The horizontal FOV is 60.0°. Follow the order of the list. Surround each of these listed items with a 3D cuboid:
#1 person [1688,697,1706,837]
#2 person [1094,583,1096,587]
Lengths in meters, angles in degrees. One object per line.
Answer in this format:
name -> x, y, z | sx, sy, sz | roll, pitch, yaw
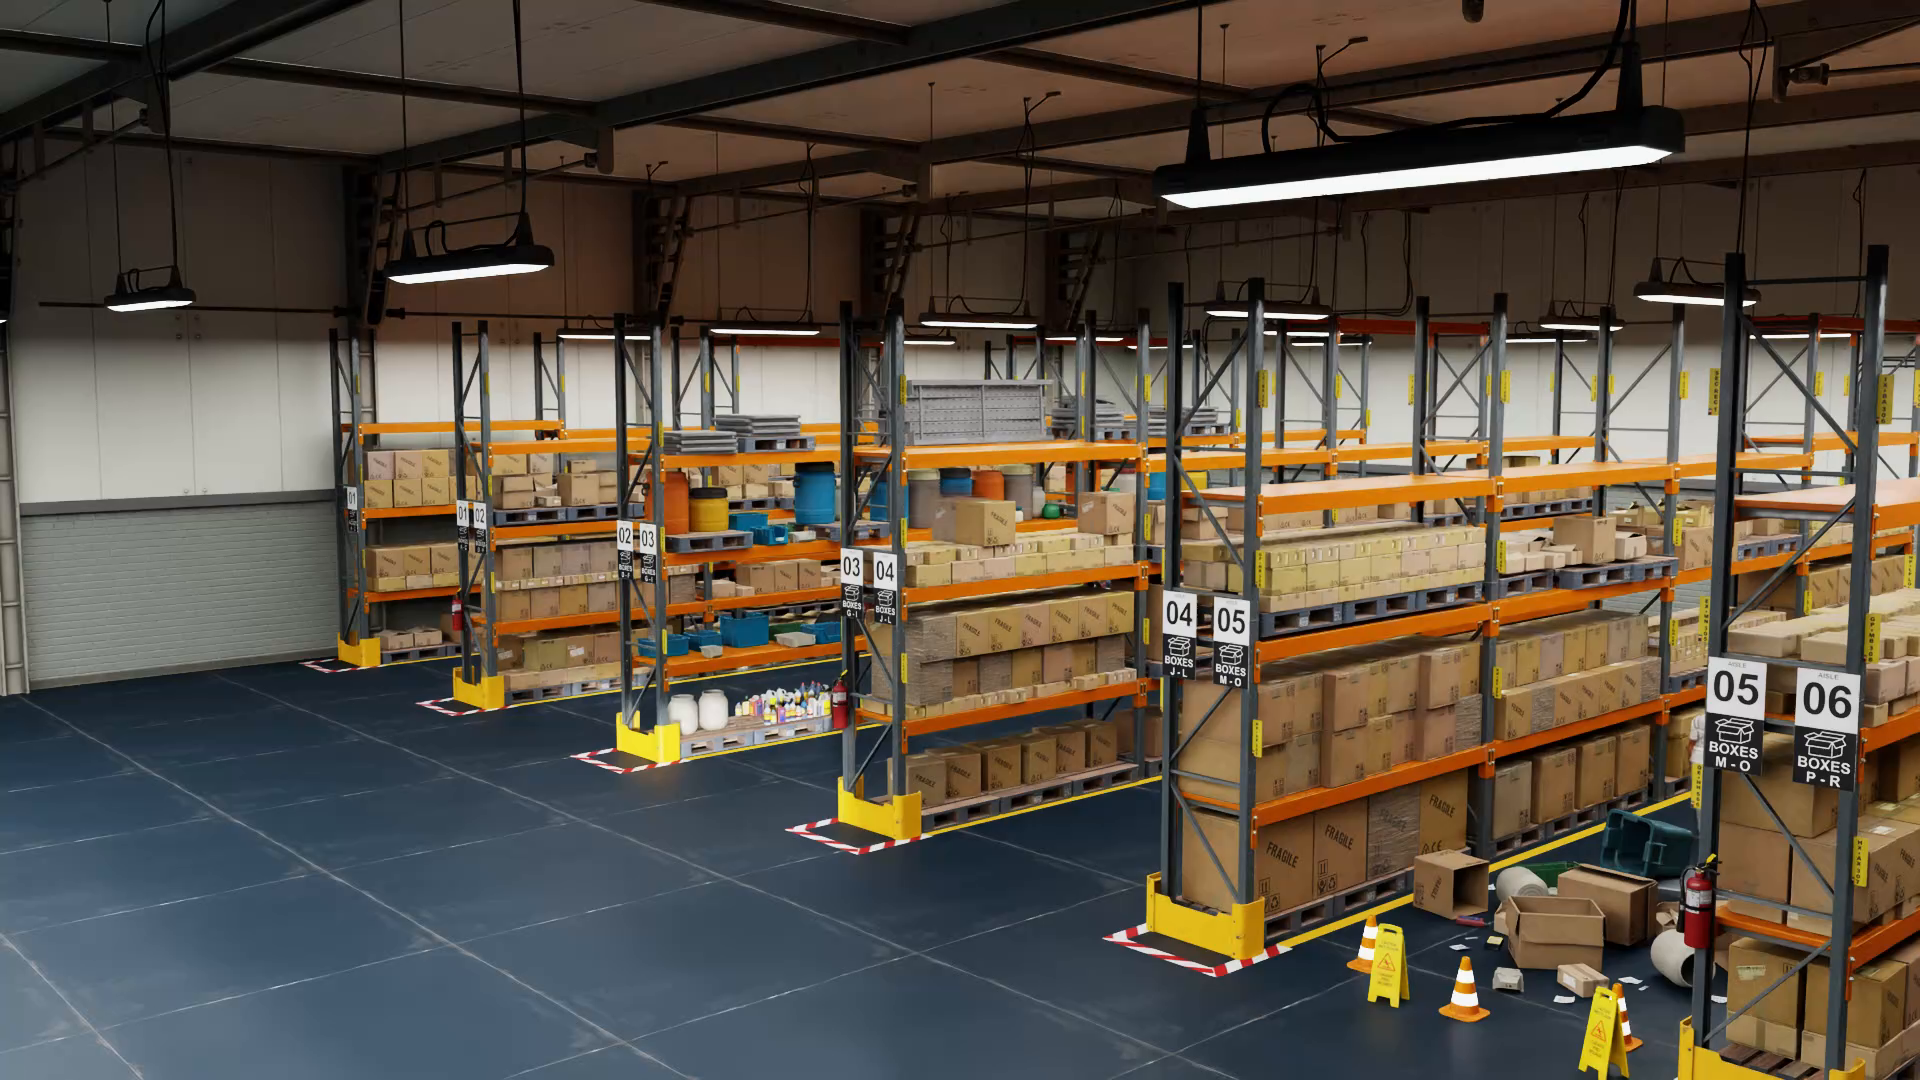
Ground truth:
person -> 8.328, 2.529, 18.424 | 0.506, 1.660, 0.535 | -5, 8, -44
person -> 2.308, 1.182, 31.436 | 0.597, 1.706, 1.082 | 5, 8, 43
